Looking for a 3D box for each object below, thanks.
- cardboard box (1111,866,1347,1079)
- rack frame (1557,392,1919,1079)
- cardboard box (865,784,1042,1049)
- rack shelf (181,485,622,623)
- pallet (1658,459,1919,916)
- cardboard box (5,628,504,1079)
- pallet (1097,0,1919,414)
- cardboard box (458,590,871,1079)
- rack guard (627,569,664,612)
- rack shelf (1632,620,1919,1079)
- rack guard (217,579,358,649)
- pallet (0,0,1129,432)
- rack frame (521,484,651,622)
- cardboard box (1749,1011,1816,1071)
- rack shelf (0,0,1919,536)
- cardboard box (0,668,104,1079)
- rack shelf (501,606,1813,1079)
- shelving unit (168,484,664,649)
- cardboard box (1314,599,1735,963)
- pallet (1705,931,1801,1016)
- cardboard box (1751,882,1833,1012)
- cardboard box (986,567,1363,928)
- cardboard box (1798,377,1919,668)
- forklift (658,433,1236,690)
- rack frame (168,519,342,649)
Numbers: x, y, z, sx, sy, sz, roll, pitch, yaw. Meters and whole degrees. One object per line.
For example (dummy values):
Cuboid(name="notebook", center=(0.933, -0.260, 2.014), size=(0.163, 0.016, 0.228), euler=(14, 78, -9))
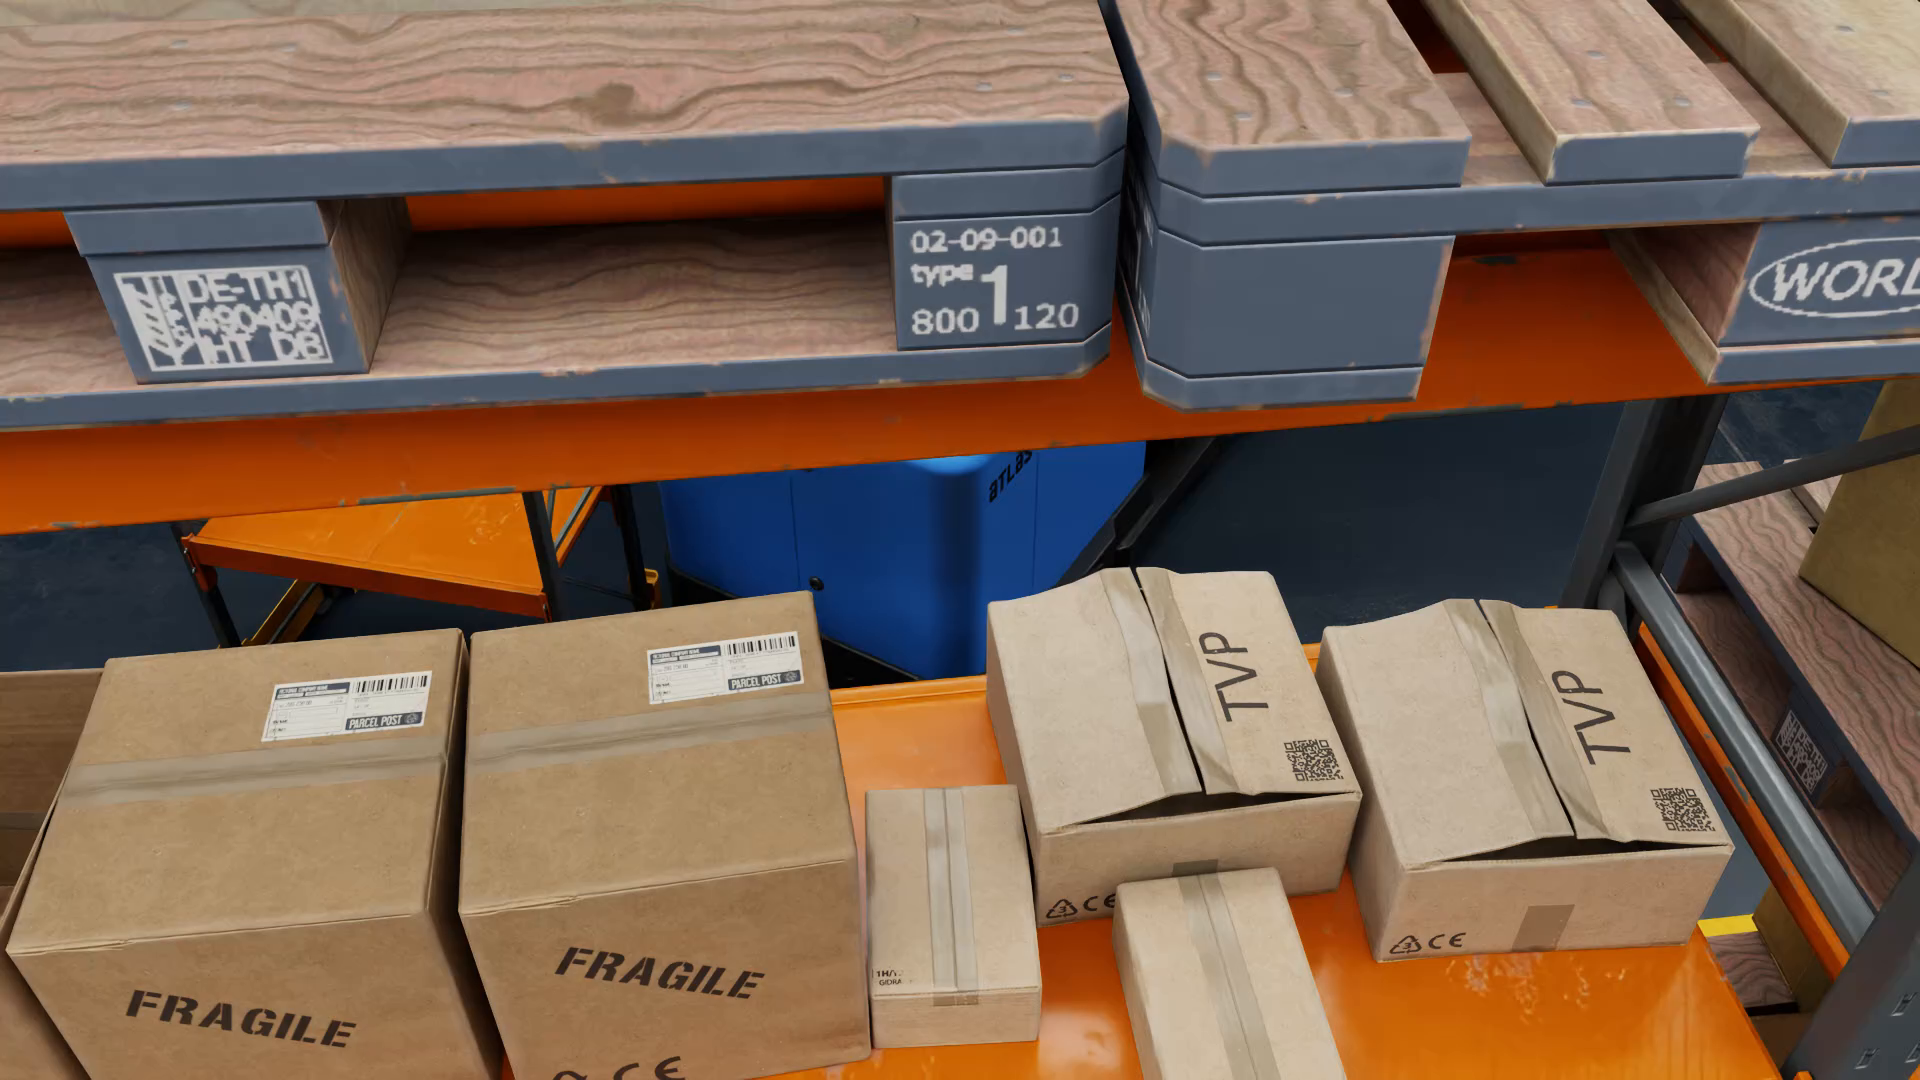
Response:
Cuboid(name="cardboard box", center=(0.384, 0.686, 2.438), size=(0.250, 0.149, 0.380), euler=(-5, 42, -6))
Cuboid(name="rack frame", center=(1.240, 0.331, 2.644), size=(0.127, 3.000, 1.000), euler=(-5, 42, -6))
Cuboid(name="cardboard box", center=(-0.017, 0.572, 2.564), size=(0.250, 0.149, 0.380), euler=(-2, 42, -2))
Cuboid(name="rack shelf", center=(-1.459, -0.033, 4.436), size=(1.000, 0.185, 0.538), euler=(8, 43, 9))
Cuboid(name="pallet", center=(1.903, 0.296, 2.825), size=(1.003, 0.211, 1.213), euler=(-5, 42, -6))
Cuboid(name="cardboard box", center=(-0.943, 0.496, 2.386), size=(0.500, 0.500, 0.500), euler=(-5, 42, -5))
Cuboid(name="pallet", center=(0.579, -0.595, 1.571), size=(1.003, 0.211, 1.213), euler=(-3, 42, -4))
Cuboid(name="cardboard box", center=(-0.421, 0.450, 2.437), size=(0.500, 0.500, 0.500), euler=(-7, 43, -8))
Cuboid(name="rack guard", center=(-0.963, 0.368, 4.655), size=(0.087, 0.250, 0.587), euler=(8, 43, 9))
Cuboid(name="rack shelf", center=(3.223, 0.424, 3.077), size=(4.000, 0.370, 1.077), euler=(-5, 42, -6))
Cuboid(name="rack guard", center=(-1.937, 0.228, 4.810), size=(0.087, 0.250, 0.587), euler=(8, 43, 9))
Cuboid(name="pallet", center=(-0.530, -0.496, 1.461), size=(1.213, 0.211, 1.003), euler=(-3, 42, -4))
Cuboid(name="rack frame", center=(-0.962, -0.095, 4.236), size=(0.032, 1.500, 0.500), euler=(8, 43, 9))
Cuboid(name="cardboard box", center=(1.729, 1.246, 3.167), size=(0.500, 0.500, 0.500), euler=(-3, 42, -4))
Cuboid(name="rack shelf", center=(-0.743, -0.342, 1.688), size=(4.000, 0.370, 1.077), euler=(-5, 42, -6))
Cuboid(name="cardboard box", center=(-1.440, 0.539, 2.338), size=(0.500, 0.500, 0.500), euler=(-2, 42, -2))
Cuboid(name="rack shelf", center=(-0.743, 0.771, 2.692), size=(4.000, 0.370, 1.077), euler=(-5, 42, -6))
Cuboid(name="shelving unit", center=(-1.450, -0.166, 4.314), size=(1.083, 1.500, 0.587), euler=(8, 43, 9))
Cuboid(name="cardboard box", center=(0.874, 0.366, 2.671), size=(0.500, 0.311, 0.500), euler=(-3, 42, -3))
Cuboid(name="pallet", center=(1.986, 1.326, 3.622), size=(1.213, 0.211, 1.003), euler=(-5, 42, -6))
Cuboid(name="cardboard box", center=(2.137, 0.858, 3.597), size=(0.500, 0.500, 0.500), euler=(-3, 42, -4))
Cuboid(name="cardboard box", center=(0.328, 0.313, 2.730), size=(0.500, 0.311, 0.500), euler=(-5, 42, -6))
Cuboid(name="cardboard box", center=(1.850, 0.008, 2.613), size=(0.500, 0.500, 0.700), euler=(-19, 45, -20))
Cuboid(name="forklift", center=(0.346, -1.488, 4.711), size=(1.130, 2.935, 3.031), euler=(22, 46, 22))
Cuboid(name="rack frame", center=(-1.956, -0.239, 4.395), size=(0.032, 1.500, 0.500), euler=(8, 43, 9))
